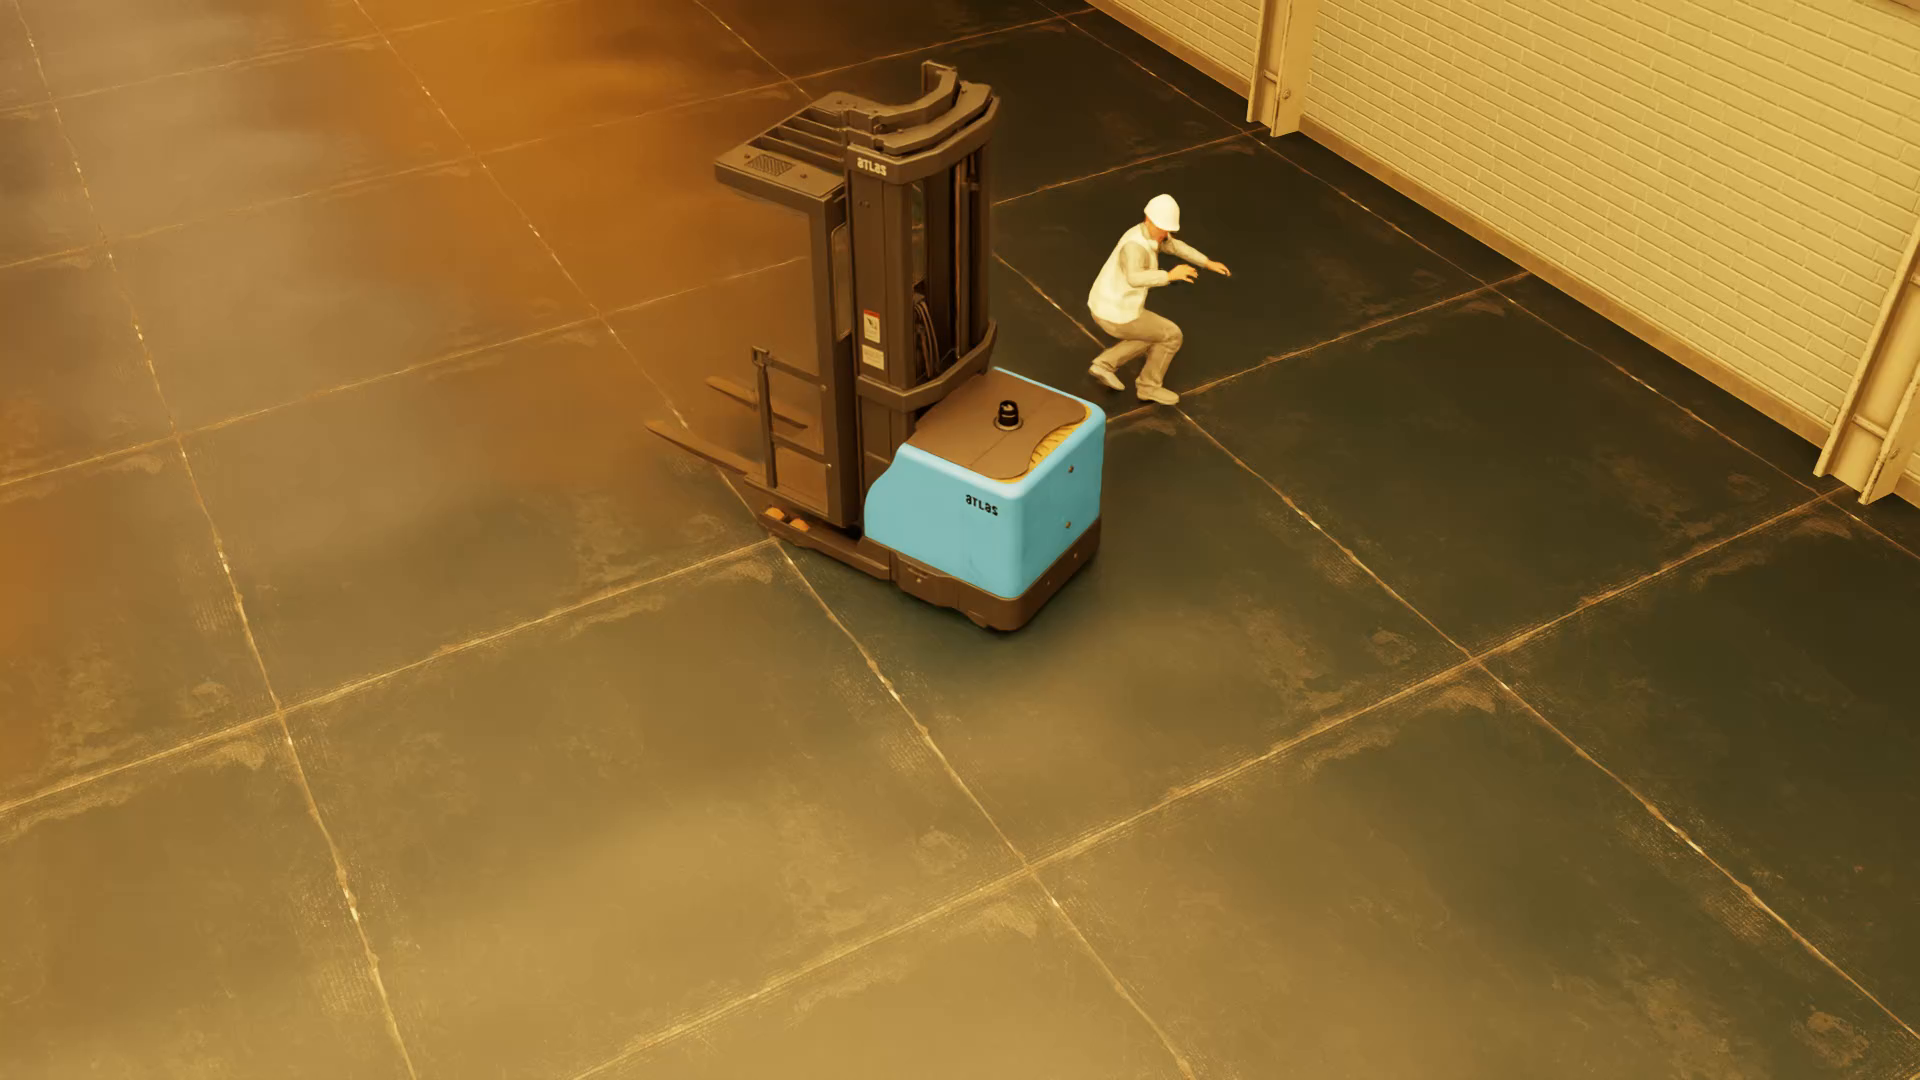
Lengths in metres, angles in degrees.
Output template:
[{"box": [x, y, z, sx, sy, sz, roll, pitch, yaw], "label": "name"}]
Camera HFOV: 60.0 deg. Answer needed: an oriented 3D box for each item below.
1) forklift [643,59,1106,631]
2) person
[{"box": [-0.648, -1.345, 9.658, 3.031, 2.935, 1.130, 24, 45, 26], "label": "forklift"}, {"box": [1.368, -1.594, 11.089, 0.998, 1.490, 0.755, -5, 40, -6], "label": "person"}]
